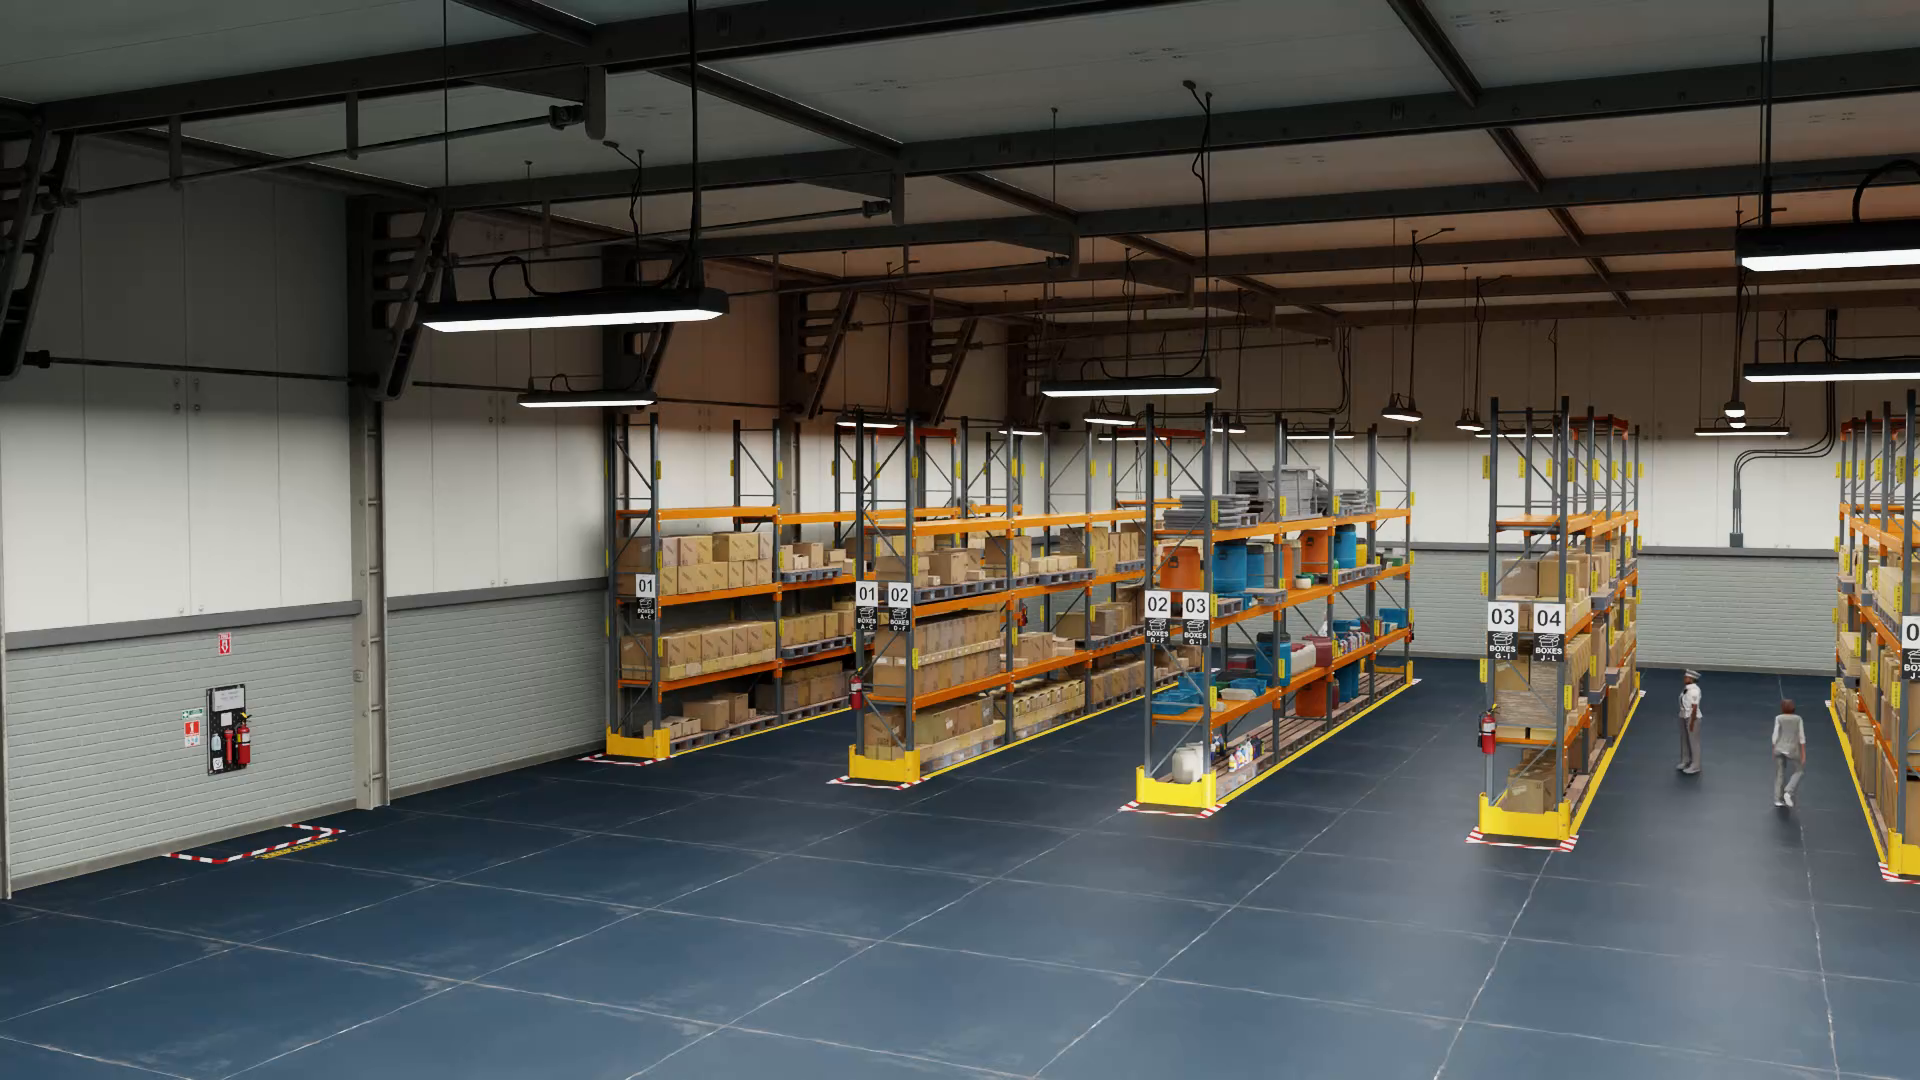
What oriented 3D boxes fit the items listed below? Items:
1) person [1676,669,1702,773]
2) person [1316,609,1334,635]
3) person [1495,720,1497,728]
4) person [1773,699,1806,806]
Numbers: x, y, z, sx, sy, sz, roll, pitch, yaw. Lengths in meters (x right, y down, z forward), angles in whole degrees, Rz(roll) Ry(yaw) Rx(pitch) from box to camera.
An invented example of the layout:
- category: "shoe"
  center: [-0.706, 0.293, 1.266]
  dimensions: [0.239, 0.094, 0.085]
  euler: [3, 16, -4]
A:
- category: "person"
  center: [12.115, 2.988, 27.634]
  dimensions: [0.370, 1.698, 0.477]
  euler: [0, 2, -2]
- category: "person"
  center: [8.508, 2.519, 38.633]
  dimensions: [0.588, 1.848, 0.490]
  euler: [-1, 3, -25]
- category: "person"
  center: [10.566, 2.749, 32.573]
  dimensions: [0.403, 1.816, 0.568]
  euler: [0, 2, -2]
- category: "person"
  center: [12.295, 3.150, 24.668]
  dimensions: [0.431, 1.598, 0.469]
  euler: [-2, 3, -33]
